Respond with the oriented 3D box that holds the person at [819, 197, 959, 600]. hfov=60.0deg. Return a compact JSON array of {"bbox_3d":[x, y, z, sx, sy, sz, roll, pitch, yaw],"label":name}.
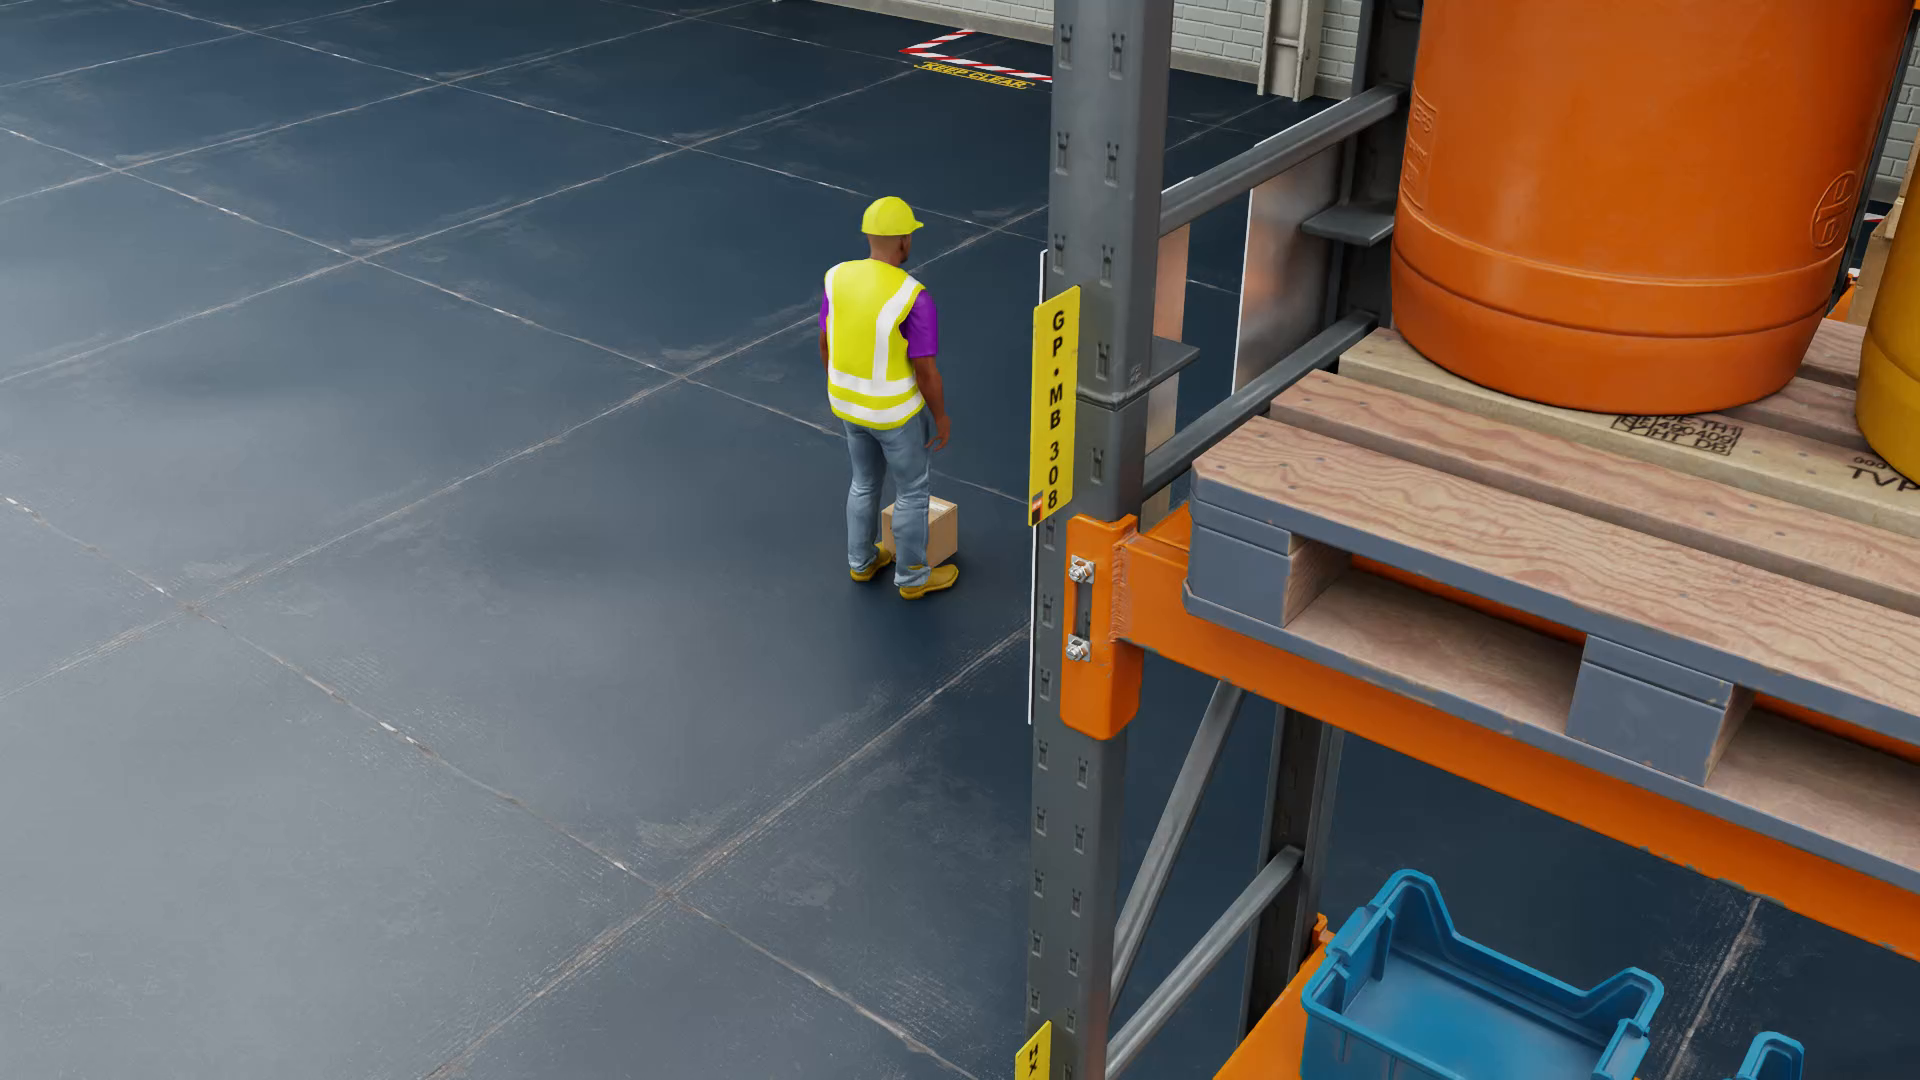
[{"bbox_3d":[-0.309,-0.594,7.115,0.628,1.761,0.461,21,37,31],"label":"person"}]
